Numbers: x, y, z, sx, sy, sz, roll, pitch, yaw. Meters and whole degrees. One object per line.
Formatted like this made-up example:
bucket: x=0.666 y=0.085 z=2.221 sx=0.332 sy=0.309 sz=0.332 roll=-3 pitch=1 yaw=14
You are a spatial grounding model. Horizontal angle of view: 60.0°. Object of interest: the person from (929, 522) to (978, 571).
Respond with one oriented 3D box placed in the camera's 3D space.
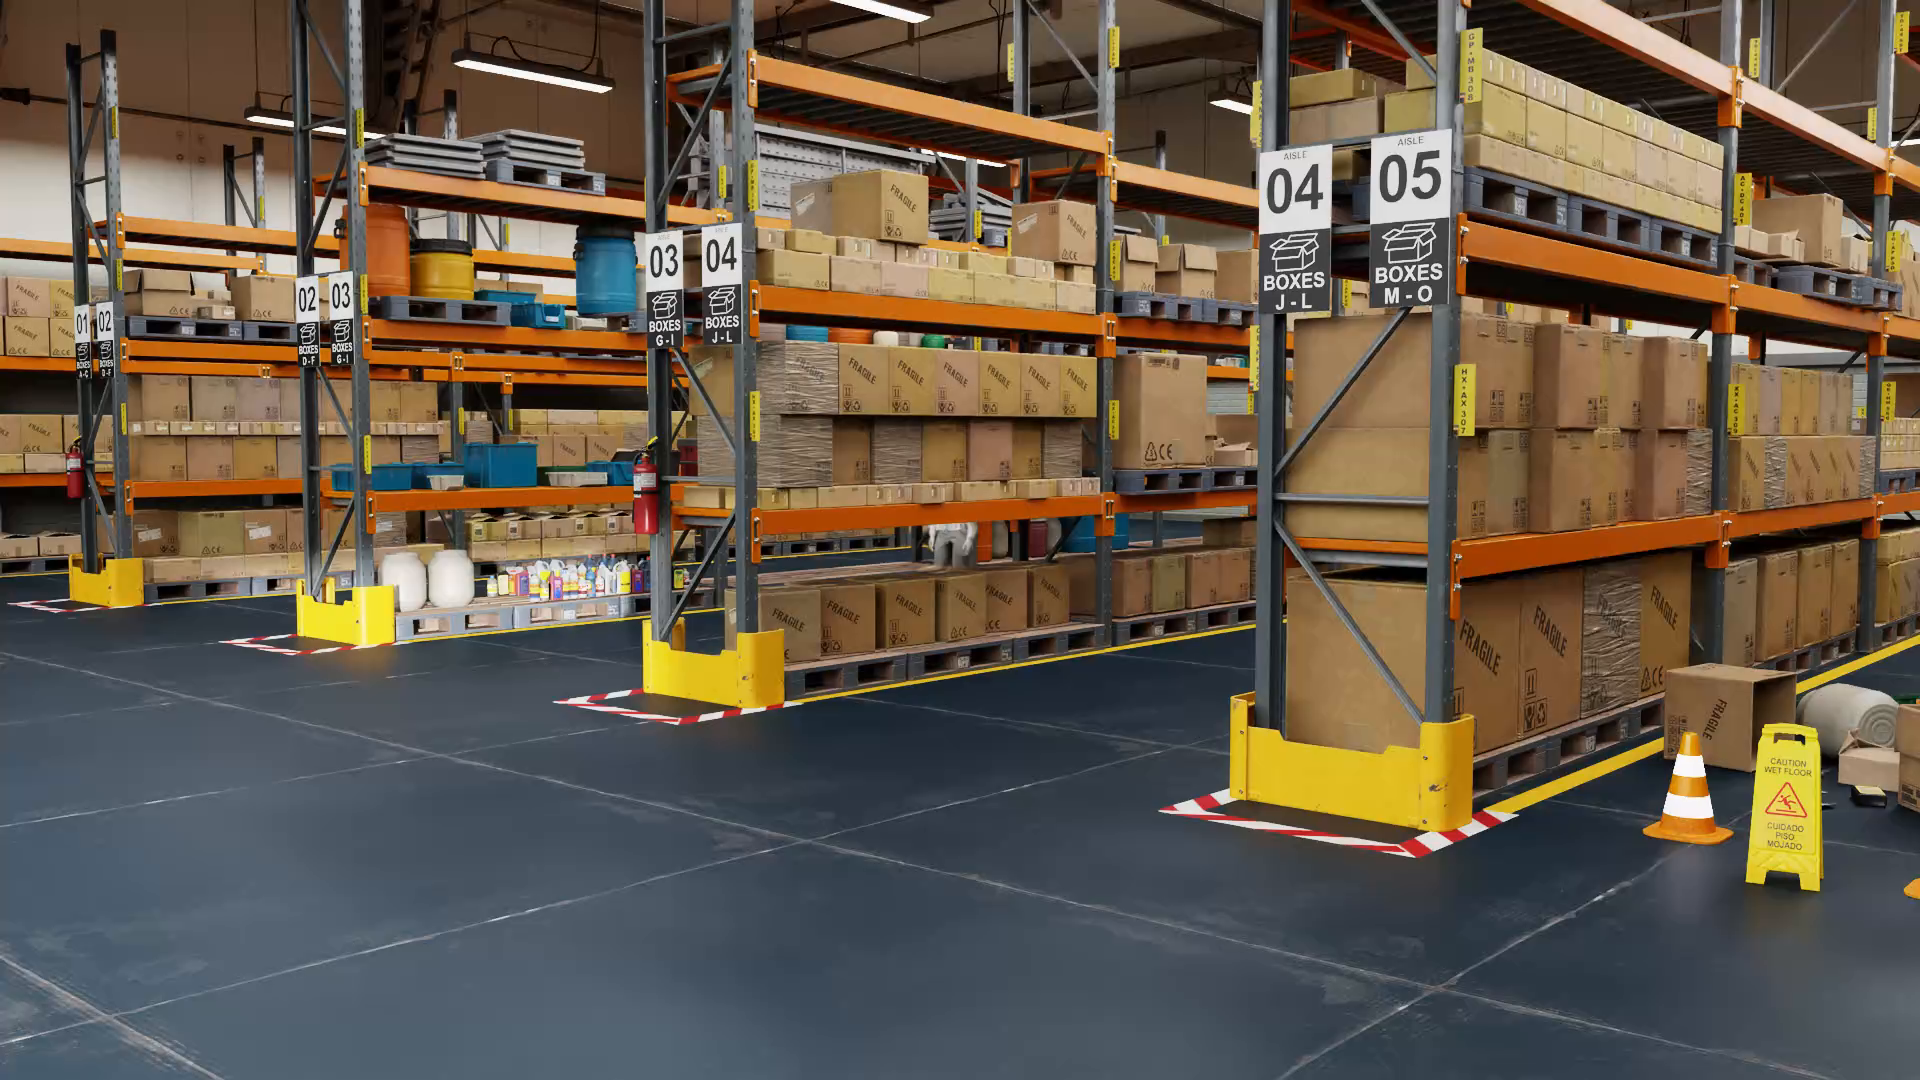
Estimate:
person: x=-0.070 y=-0.012 z=15.668 sx=0.530 sy=1.662 sz=0.376 roll=3 pitch=5 yaw=38
